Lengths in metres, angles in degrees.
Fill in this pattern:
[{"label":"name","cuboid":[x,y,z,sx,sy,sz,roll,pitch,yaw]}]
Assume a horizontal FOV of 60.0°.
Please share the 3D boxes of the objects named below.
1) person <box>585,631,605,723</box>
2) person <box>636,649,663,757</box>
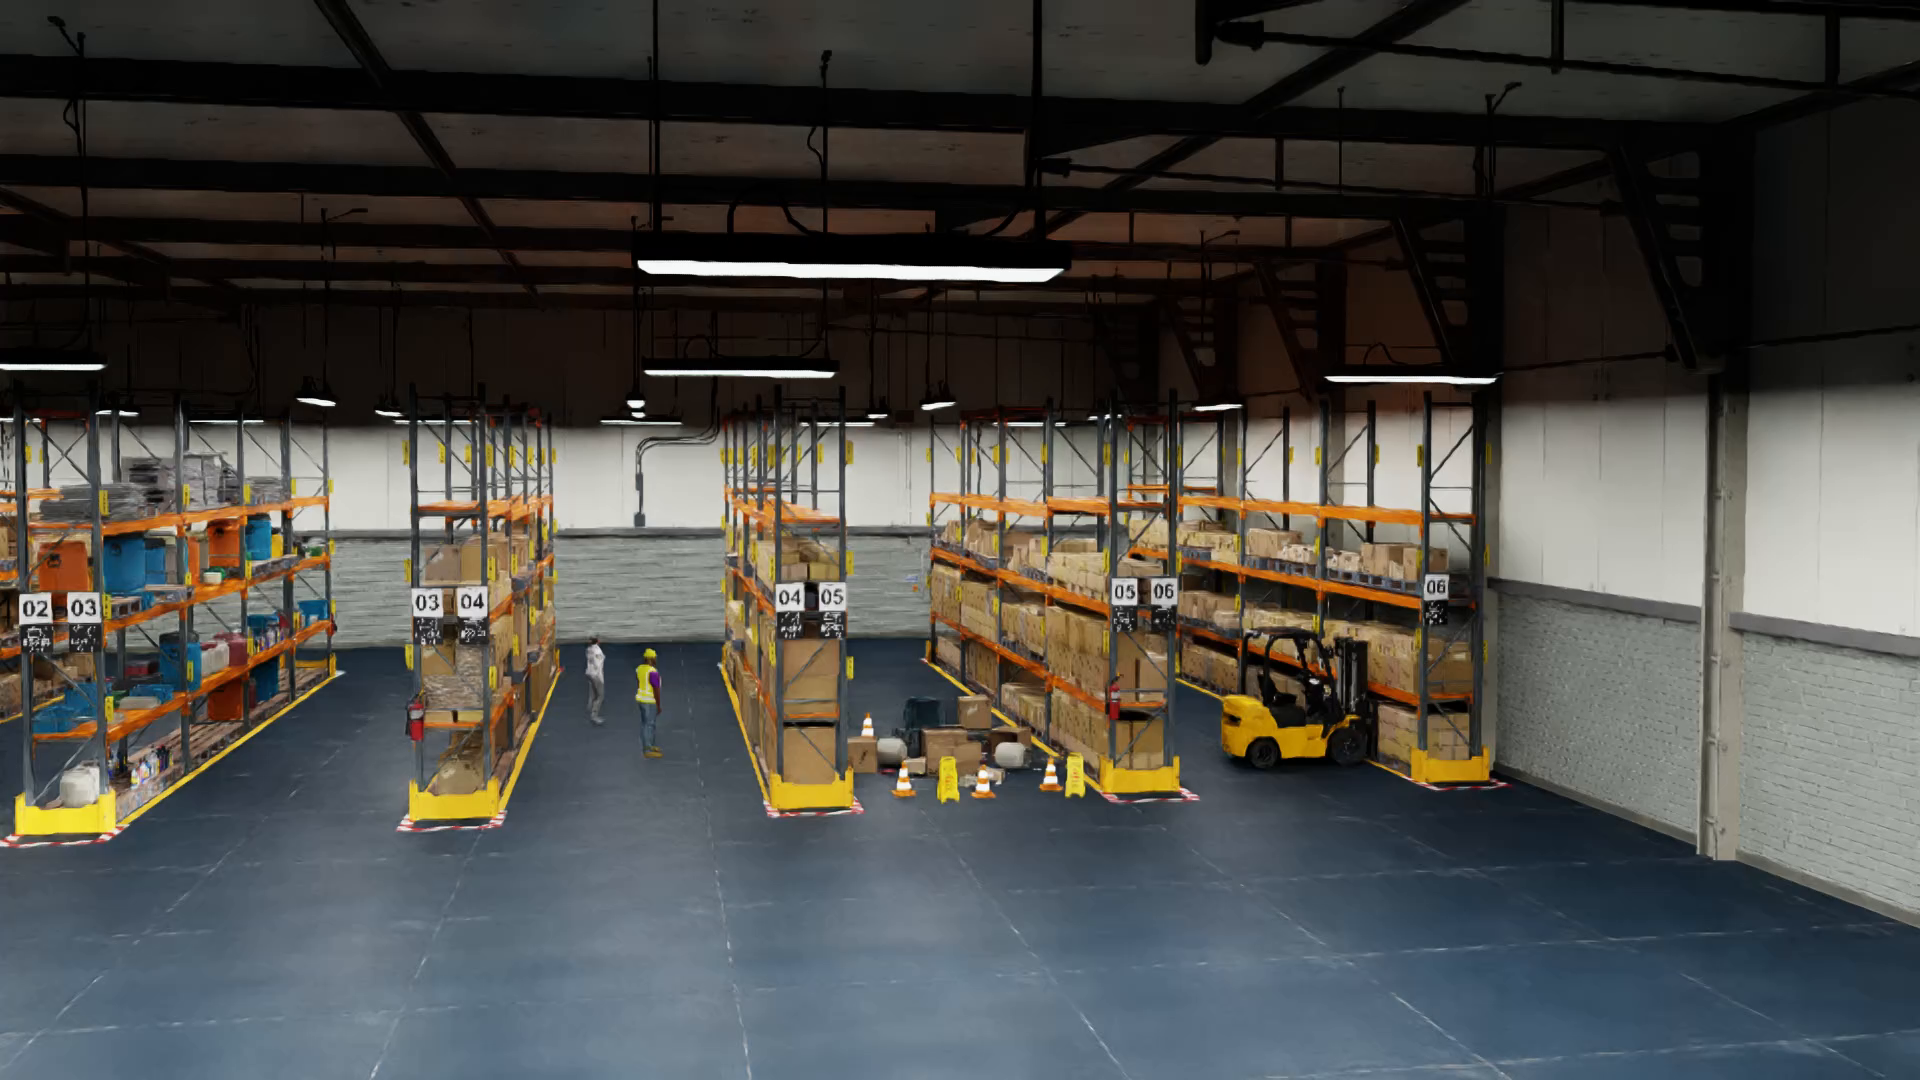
[{"label":"person","cuboid":[-6.875,2.595,31.388,0.359,1.721,0.530,-2,4,-37]},{"label":"person","cuboid":[-5.145,2.692,27.735,0.463,1.772,0.649,-2,4,-40]}]
